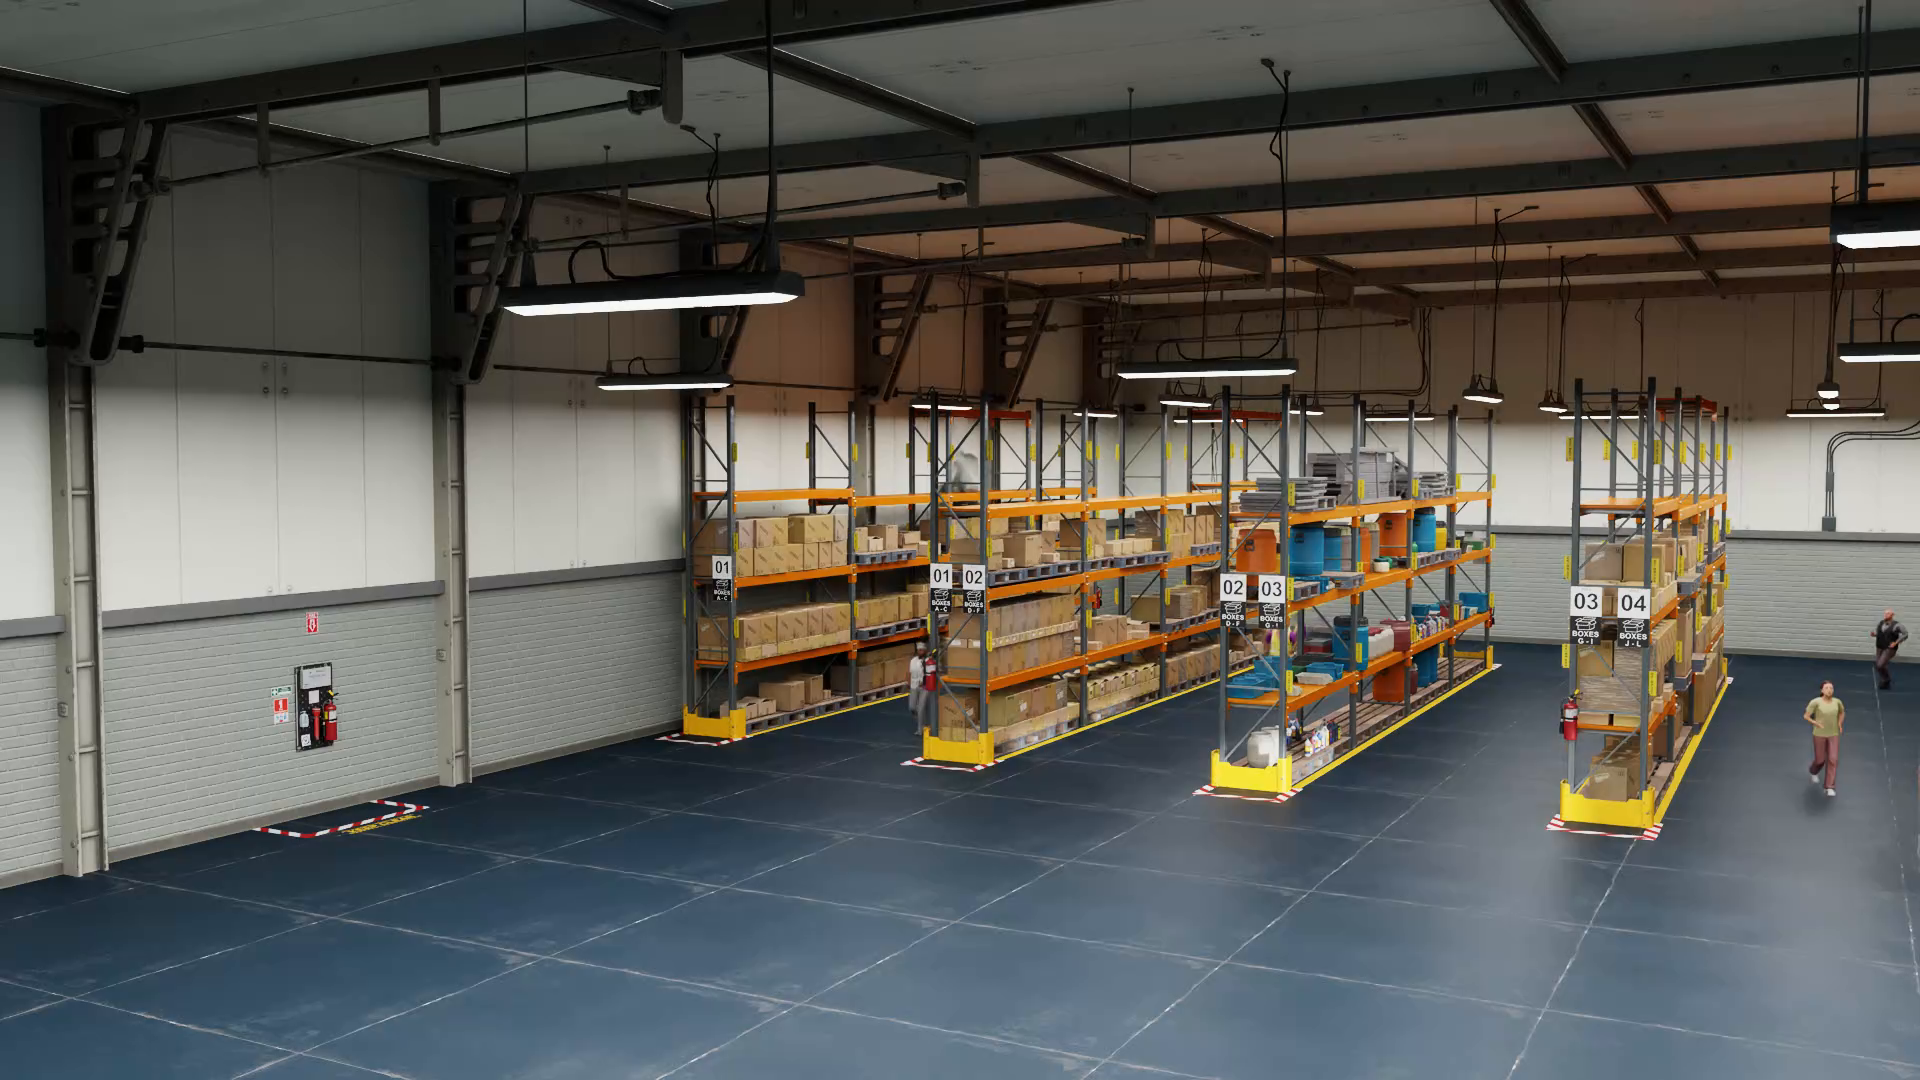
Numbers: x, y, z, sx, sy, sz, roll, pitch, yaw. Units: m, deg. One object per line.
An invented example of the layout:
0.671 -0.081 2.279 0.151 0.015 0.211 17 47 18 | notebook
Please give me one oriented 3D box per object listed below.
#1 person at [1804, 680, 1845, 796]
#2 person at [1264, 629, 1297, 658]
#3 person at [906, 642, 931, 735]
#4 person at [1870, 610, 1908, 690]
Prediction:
12.686 2.873 24.365 0.590 1.643 0.880 1 3 11 | person
6.433 2.380 33.335 0.730 1.741 0.715 1 3 24 | person
-0.696 2.625 29.496 0.574 1.649 0.561 1 3 23 | person
19.518 2.320 35.042 0.676 1.718 0.664 -1 3 -19 | person
